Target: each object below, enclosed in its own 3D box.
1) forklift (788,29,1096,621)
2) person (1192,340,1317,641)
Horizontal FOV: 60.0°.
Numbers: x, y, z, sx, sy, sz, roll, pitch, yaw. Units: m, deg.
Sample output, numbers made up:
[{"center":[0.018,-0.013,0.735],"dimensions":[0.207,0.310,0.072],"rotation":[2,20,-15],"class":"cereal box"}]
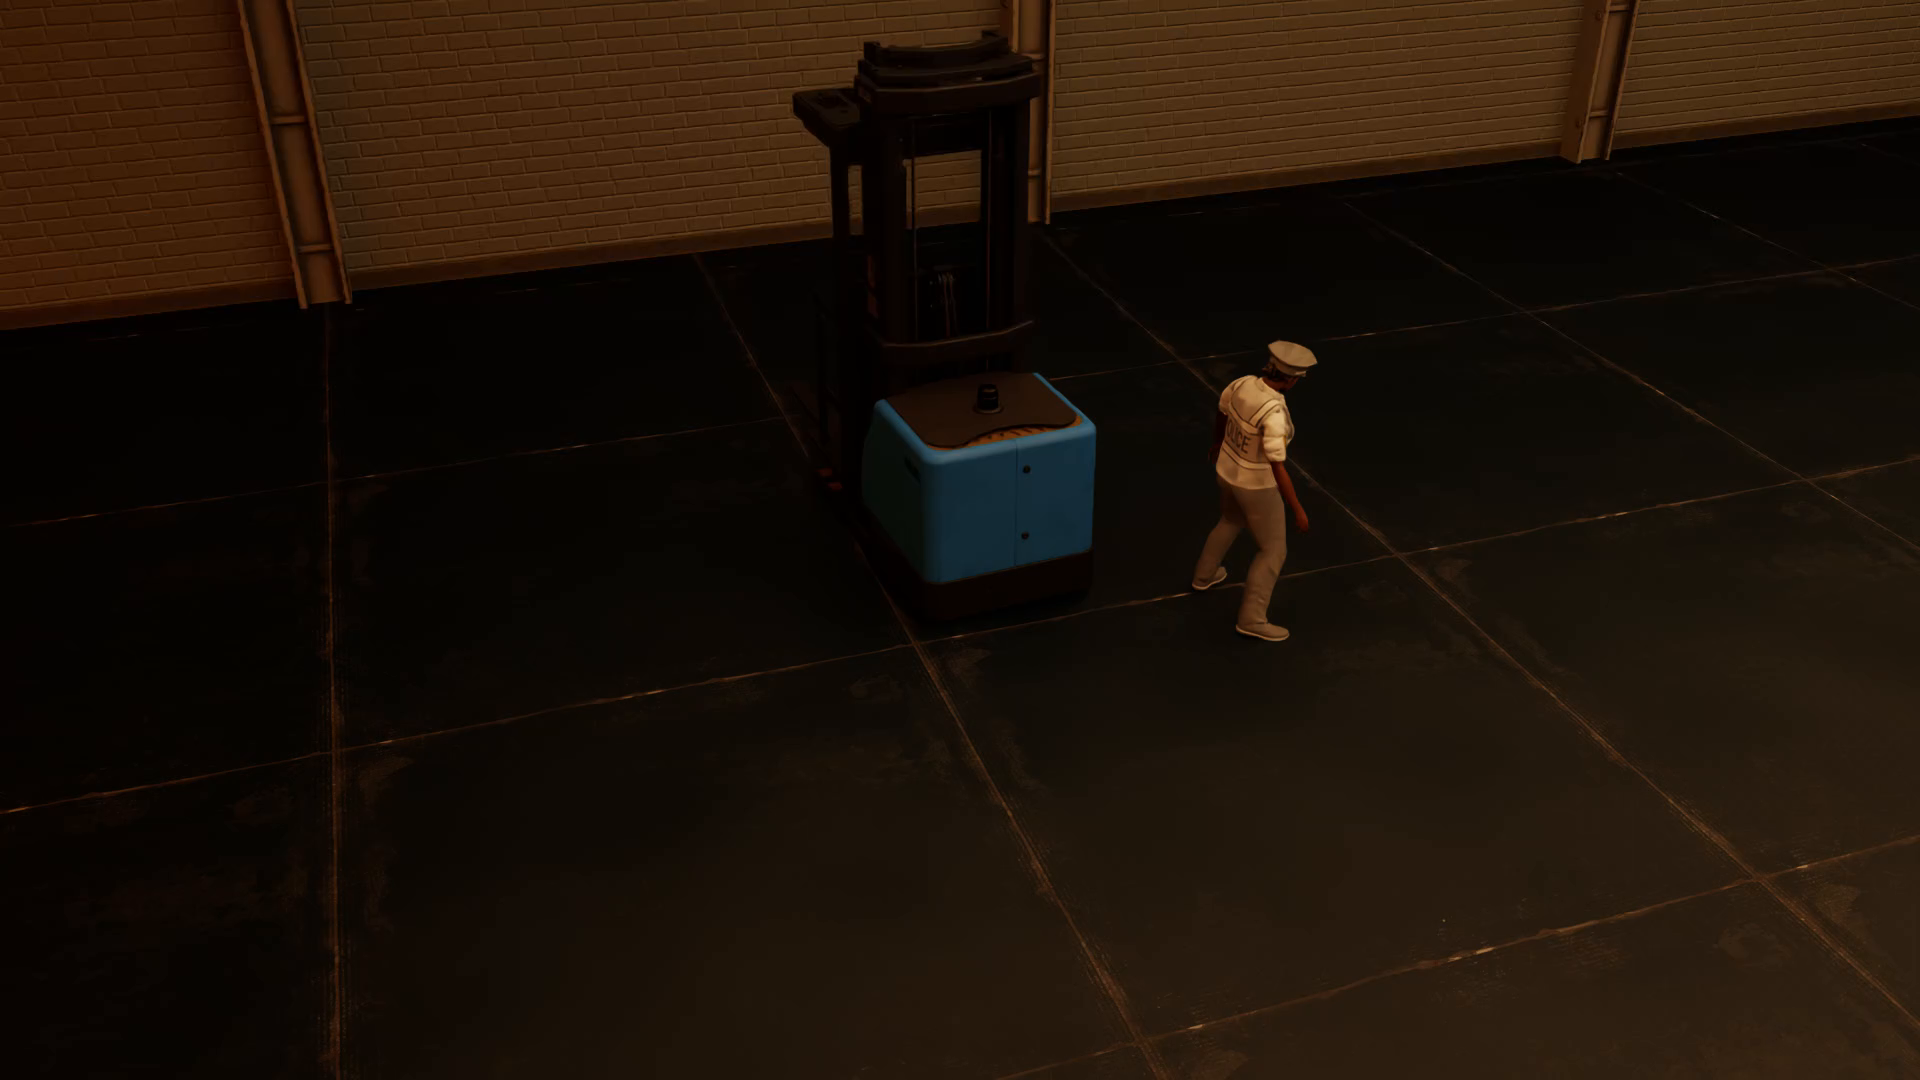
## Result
[{"center":[-0.286,-1.543,9.768],"dimensions":[1.130,2.935,3.031],"rotation":[-12,32,-20],"class":"forklift"},{"center":[1.601,-0.311,8.963],"dimensions":[0.409,1.623,0.837],"rotation":[-10,31,-17],"class":"person"}]
